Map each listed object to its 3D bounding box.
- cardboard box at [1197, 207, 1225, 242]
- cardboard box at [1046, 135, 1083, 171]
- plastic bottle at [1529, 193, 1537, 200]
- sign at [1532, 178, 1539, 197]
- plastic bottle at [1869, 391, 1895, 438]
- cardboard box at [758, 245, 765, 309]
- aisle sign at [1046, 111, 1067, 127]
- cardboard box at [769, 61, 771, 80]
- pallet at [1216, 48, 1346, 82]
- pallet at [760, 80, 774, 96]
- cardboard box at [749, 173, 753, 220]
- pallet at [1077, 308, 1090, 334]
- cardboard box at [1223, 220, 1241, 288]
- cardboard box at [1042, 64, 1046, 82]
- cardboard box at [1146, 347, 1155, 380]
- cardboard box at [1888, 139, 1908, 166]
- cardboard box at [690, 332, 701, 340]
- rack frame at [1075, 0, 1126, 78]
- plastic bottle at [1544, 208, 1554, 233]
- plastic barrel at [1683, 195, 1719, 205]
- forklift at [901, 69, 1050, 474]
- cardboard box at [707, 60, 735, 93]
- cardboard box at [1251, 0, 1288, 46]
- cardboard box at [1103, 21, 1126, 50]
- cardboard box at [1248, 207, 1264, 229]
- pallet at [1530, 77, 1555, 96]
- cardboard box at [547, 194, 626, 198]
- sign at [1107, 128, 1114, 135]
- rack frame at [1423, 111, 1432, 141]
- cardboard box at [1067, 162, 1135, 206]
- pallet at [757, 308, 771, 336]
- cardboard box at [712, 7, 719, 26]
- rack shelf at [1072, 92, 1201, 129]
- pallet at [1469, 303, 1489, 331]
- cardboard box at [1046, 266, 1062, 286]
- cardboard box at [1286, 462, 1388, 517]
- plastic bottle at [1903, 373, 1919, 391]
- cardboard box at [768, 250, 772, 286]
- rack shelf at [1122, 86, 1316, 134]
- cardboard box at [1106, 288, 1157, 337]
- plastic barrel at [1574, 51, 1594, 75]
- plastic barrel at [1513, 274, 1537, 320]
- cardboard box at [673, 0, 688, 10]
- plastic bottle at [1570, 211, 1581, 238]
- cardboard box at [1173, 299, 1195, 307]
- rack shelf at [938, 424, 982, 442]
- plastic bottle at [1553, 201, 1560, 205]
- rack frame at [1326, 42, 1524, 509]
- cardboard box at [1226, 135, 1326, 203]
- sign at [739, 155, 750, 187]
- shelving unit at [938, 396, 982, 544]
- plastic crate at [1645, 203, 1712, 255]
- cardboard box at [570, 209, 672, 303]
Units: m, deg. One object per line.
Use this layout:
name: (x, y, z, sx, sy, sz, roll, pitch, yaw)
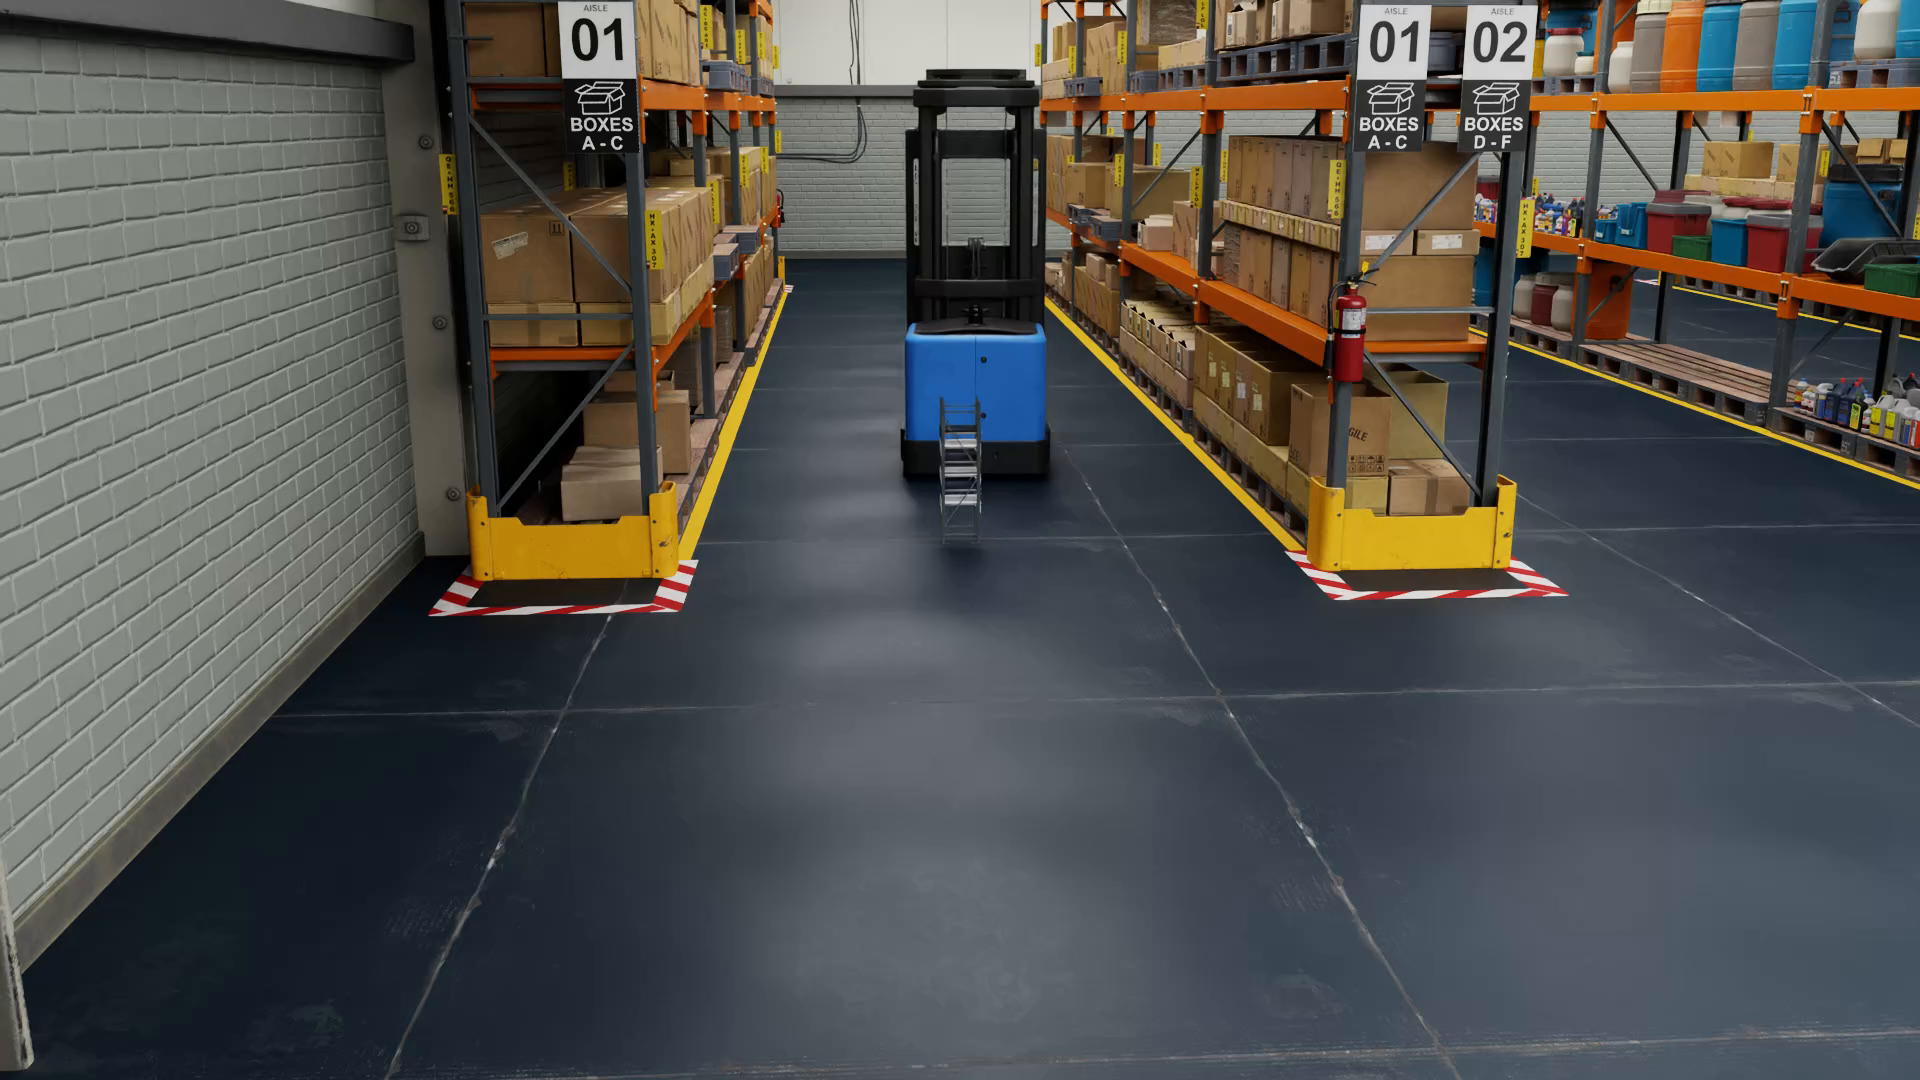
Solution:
cardboard box: (2.380, -2.691, 14.767, 0.500, 0.500, 0.500, 0, 14, 1)
cardboard box: (1.505, -5.594, 24.039, 0.500, 0.500, 0.500, -1, 14, -3)
plastic bottle: (7.132, -4.136, 20.682, 0.144, 0.351, 0.185, -1, 14, -3)
sign: (7.442, -4.528, 21.550, 0.100, 0.325, 0.005, -1, 14, -3)
plastic bottle: (7.062, -0.967, 12.697, 0.144, 0.351, 0.185, -1, 14, -4)
cardboard box: (-2.826, -3.236, 20.554, 0.750, 0.750, 0.750, -1, 14, -3)
aisle sign: (1.403, -6.577, 24.850, 0.394, 0.787, 0.004, -1, 14, -3)
cardboard box: (-2.900, -6.552, 23.210, 0.500, 0.250, 0.500, -1, 14, -6)
pallet: (2.523, -3.519, 12.341, 1.003, 0.211, 1.213, -1, 14, -3)
pallet: (-3.187, -6.453, 23.746, 1.003, 0.211, 1.213, -1, 14, -3)
cardboard box: (-2.575, -3.819, 18.512, 0.500, 0.500, 0.500, -1, 14, -4)
pallet: (2.036, -2.758, 20.823, 1.003, 0.211, 1.213, -1, 14, -3)
cardboard box: (2.478, -2.259, 13.086, 0.700, 0.500, 0.500, -1, 14, -5)
cardboard box: (1.472, -6.796, 24.196, 0.500, 0.250, 0.500, -1, 14, -3)
cardboard box: (2.037, -1.671, 15.676, 0.500, 0.250, 0.500, -1, 14, -2)
cardboard box: (11.915, -4.667, 20.432, 0.797, 0.503, 0.637, -1, 14, -3)
cardboard box: (-2.644, -1.556, 14.689, 0.700, 0.500, 0.500, -1, 14, -5)
rack frame: (1.948, -7.216, 20.512, 1.000, 3.000, 0.127, -1, 14, -3)
plastic bottle: (6.662, -3.606, 18.780, 0.097, 0.271, 0.097, 0, 14, 0)
plastic barrel: (7.417, -3.193, 16.691, 0.421, 0.512, 0.421, 0, 14, 0)
forklift: (0.125, -2.209, 13.231, 1.130, 2.935, 3.031, 0, 14, 0)
cardboard box: (-2.434, -4.483, 16.047, 0.500, 0.311, 0.500, -1, 14, -3)
cardboard box: (2.420, -3.683, 11.471, 0.797, 0.503, 0.637, 1, 14, 3)
cardboard box: (1.991, -5.605, 19.028, 0.600, 0.600, 0.600, -1, 15, -6)
cardboard box: (2.332, -2.360, 12.175, 0.380, 0.149, 0.250, -1, 14, -5)
pallet: (7.112, -5.272, 19.355, 1.003, 0.211, 1.213, -1, 14, -3)
cardboard box: (-2.626, -2.171, 11.699, 0.500, 0.500, 0.500, 0, 14, -2)
sign: (2.256, -6.023, 24.956, 0.100, 0.325, 0.005, -1, 14, -3)
rack frame: (6.645, -5.381, 25.419, 1.000, 3.000, 0.127, -1, 14, -3)
cardboard box: (1.754, -4.441, 20.723, 0.700, 0.500, 0.500, -6, 16, -22)
pallet: (-2.873, -2.692, 20.565, 1.003, 0.211, 1.213, -1, 14, -3)
cardboard box: (-3.023, -5.952, 19.033, 0.500, 0.250, 0.500, -1, 14, -5)
rack shelf: (2.072, -4.917, 19.042, 1.077, 0.370, 4.000, -1, 14, -3)
pallet: (6.899, -2.843, 21.152, 1.003, 0.211, 1.213, -1, 14, -3)
cardboard box: (1.513, -3.798, 23.904, 0.500, 0.250, 0.500, -1, 14, -3)
cardboard box: (2.364, -0.327, 10.451, 0.500, 0.250, 0.500, -1, 14, -3)
plastic bottle: (7.716, -1.171, 13.490, 0.144, 0.351, 0.185, -1, 14, -5)
cardboard box: (-3.069, -3.924, 23.930, 0.700, 0.500, 0.500, -1, 14, -4)
rack shelf: (2.320, -3.922, 15.176, 1.077, 0.370, 4.000, -1, 14, -3)
cardboard box: (1.904, -2.547, 18.540, 0.500, 0.500, 0.500, 0, 14, -1)
plastic barrel: (6.927, -5.245, 18.305, 0.301, 0.262, 0.301, 0, 14, 0)
plastic barrel: (6.899, -2.931, 20.048, 0.421, 0.512, 0.421, 0, 14, 0)
cardboard box: (-2.111, -3.852, 11.211, 0.500, 0.500, 0.500, -1, 14, -5)
plastic bottle: (6.689, -3.429, 18.067, 0.061, 0.283, 0.133, -1, 14, -3)
cardboard box: (2.474, -2.332, 17.122, 0.500, 0.311, 0.500, -1, 14, -2)
rack shelf: (0.000, -0.667, 10.363, 0.258, 0.077, 0.200, -1, 14, -3)
plastic bottle: (7.293, -4.017, 20.366, 0.152, 0.276, 0.135, -1, 14, -3)
rack frame: (2.692, -1.326, 9.660, 1.000, 3.000, 0.127, -1, 14, -3)
cardboard box: (2.478, -2.887, 12.924, 0.700, 0.500, 0.500, -1, 14, -3)
sign: (-2.207, -3.771, 16.999, 0.100, 0.325, 0.005, -1, 14, -3)
shelving unit: (0.000, -0.438, 10.422, 0.258, 0.900, 0.210, -1, 14, -3)
plastic crate: (6.935, -3.016, 16.098, 0.402, 0.464, 0.583, -1, 14, -3)
cardboard box: (-1.982, -1.672, 9.762, 0.500, 0.500, 0.500, -1, 14, -3)
